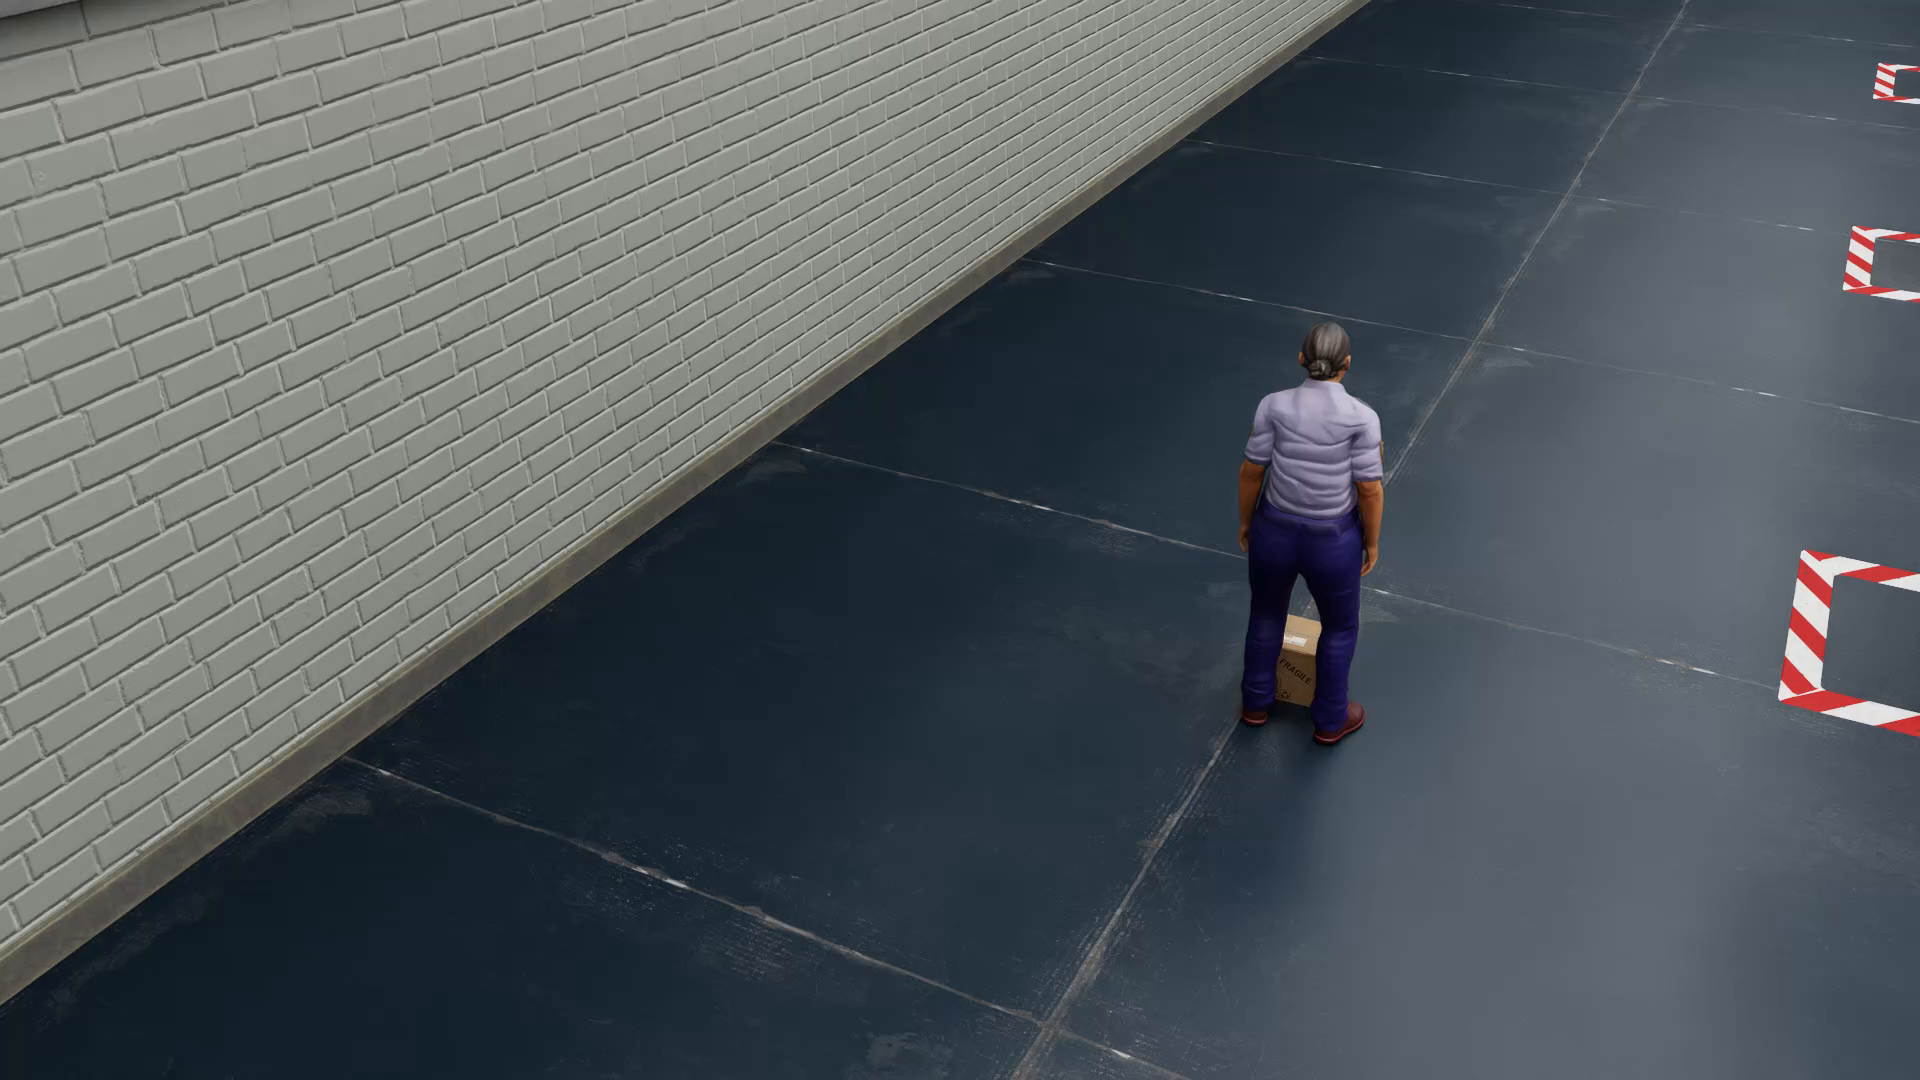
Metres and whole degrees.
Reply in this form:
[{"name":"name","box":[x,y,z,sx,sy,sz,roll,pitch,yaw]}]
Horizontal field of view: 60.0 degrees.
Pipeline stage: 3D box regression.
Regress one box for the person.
[{"name":"person","box":[1.301,-0.012,6.159,0.557,1.651,0.338,13,32,20]}]
